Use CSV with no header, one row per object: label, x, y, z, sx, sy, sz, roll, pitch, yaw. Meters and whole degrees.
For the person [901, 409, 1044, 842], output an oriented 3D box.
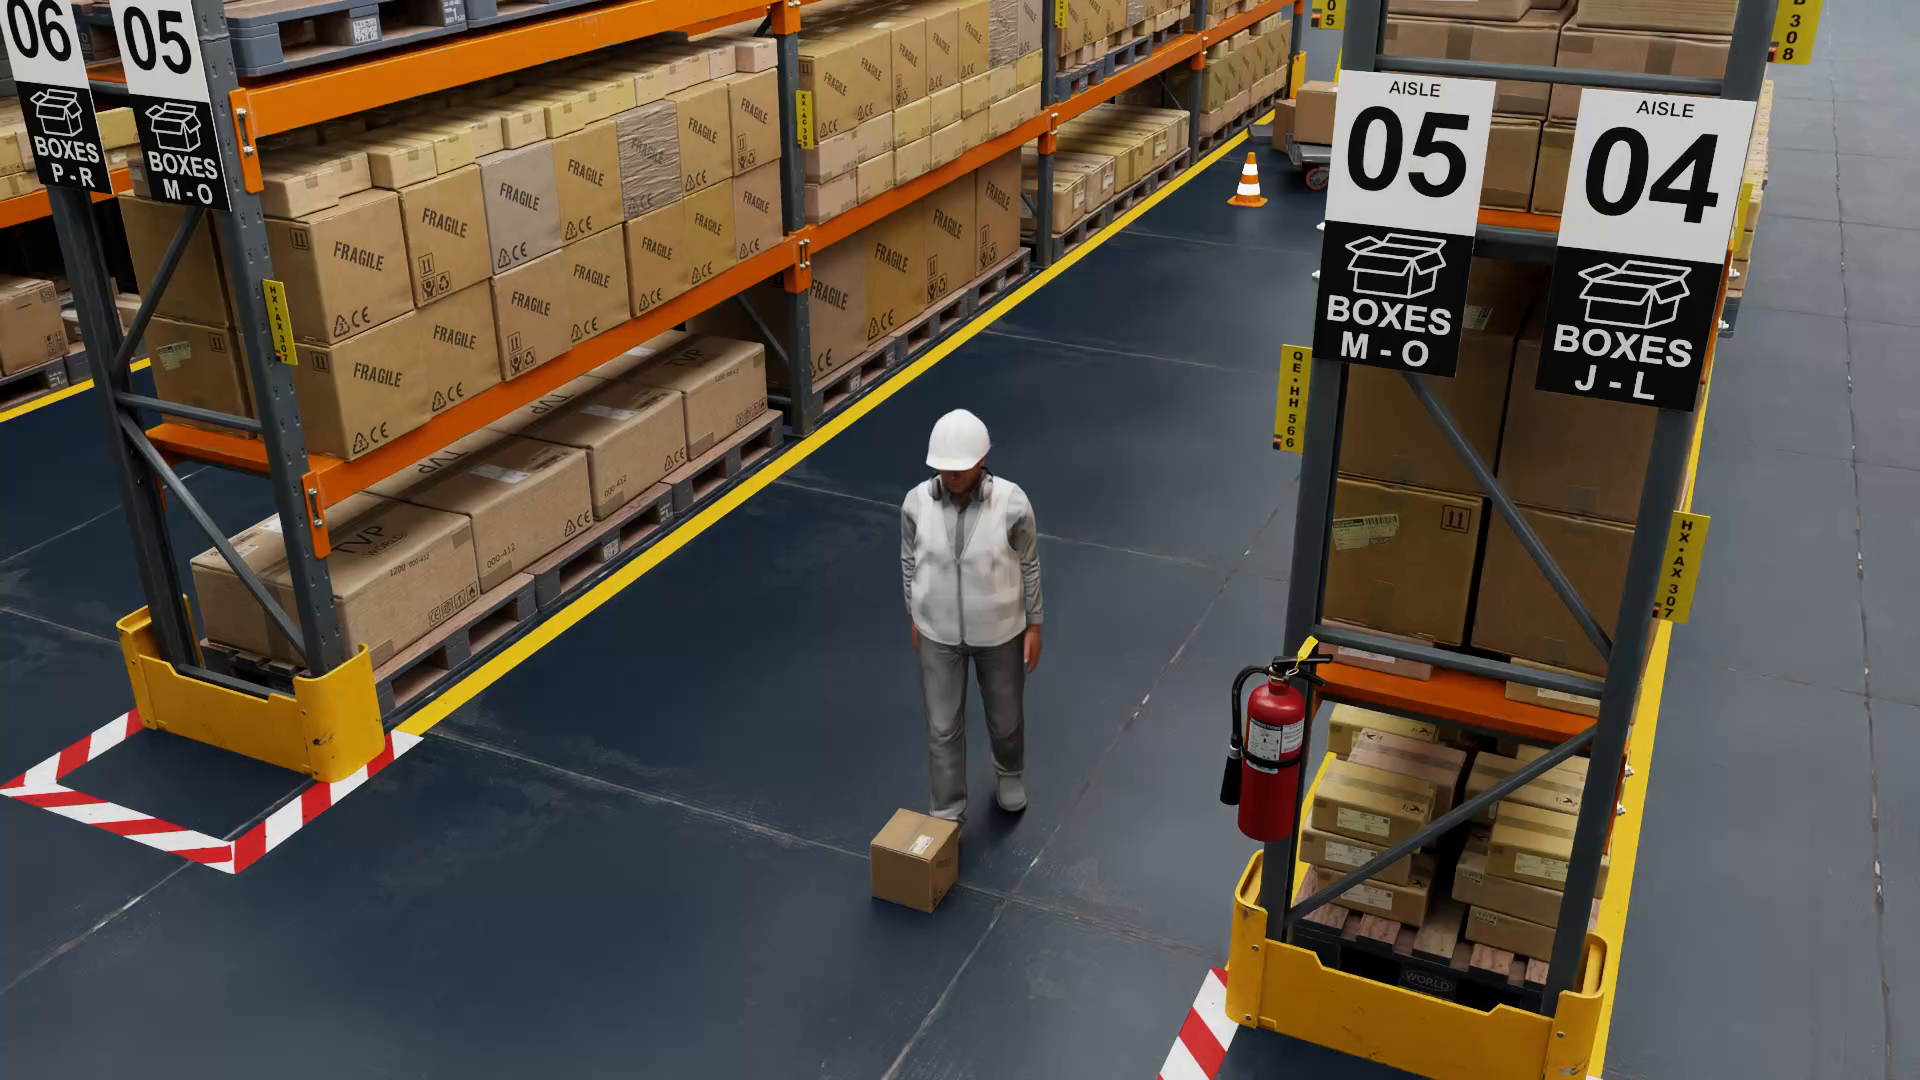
person,0.033,0.356,6.337,0.561,1.768,0.698,4,26,8
